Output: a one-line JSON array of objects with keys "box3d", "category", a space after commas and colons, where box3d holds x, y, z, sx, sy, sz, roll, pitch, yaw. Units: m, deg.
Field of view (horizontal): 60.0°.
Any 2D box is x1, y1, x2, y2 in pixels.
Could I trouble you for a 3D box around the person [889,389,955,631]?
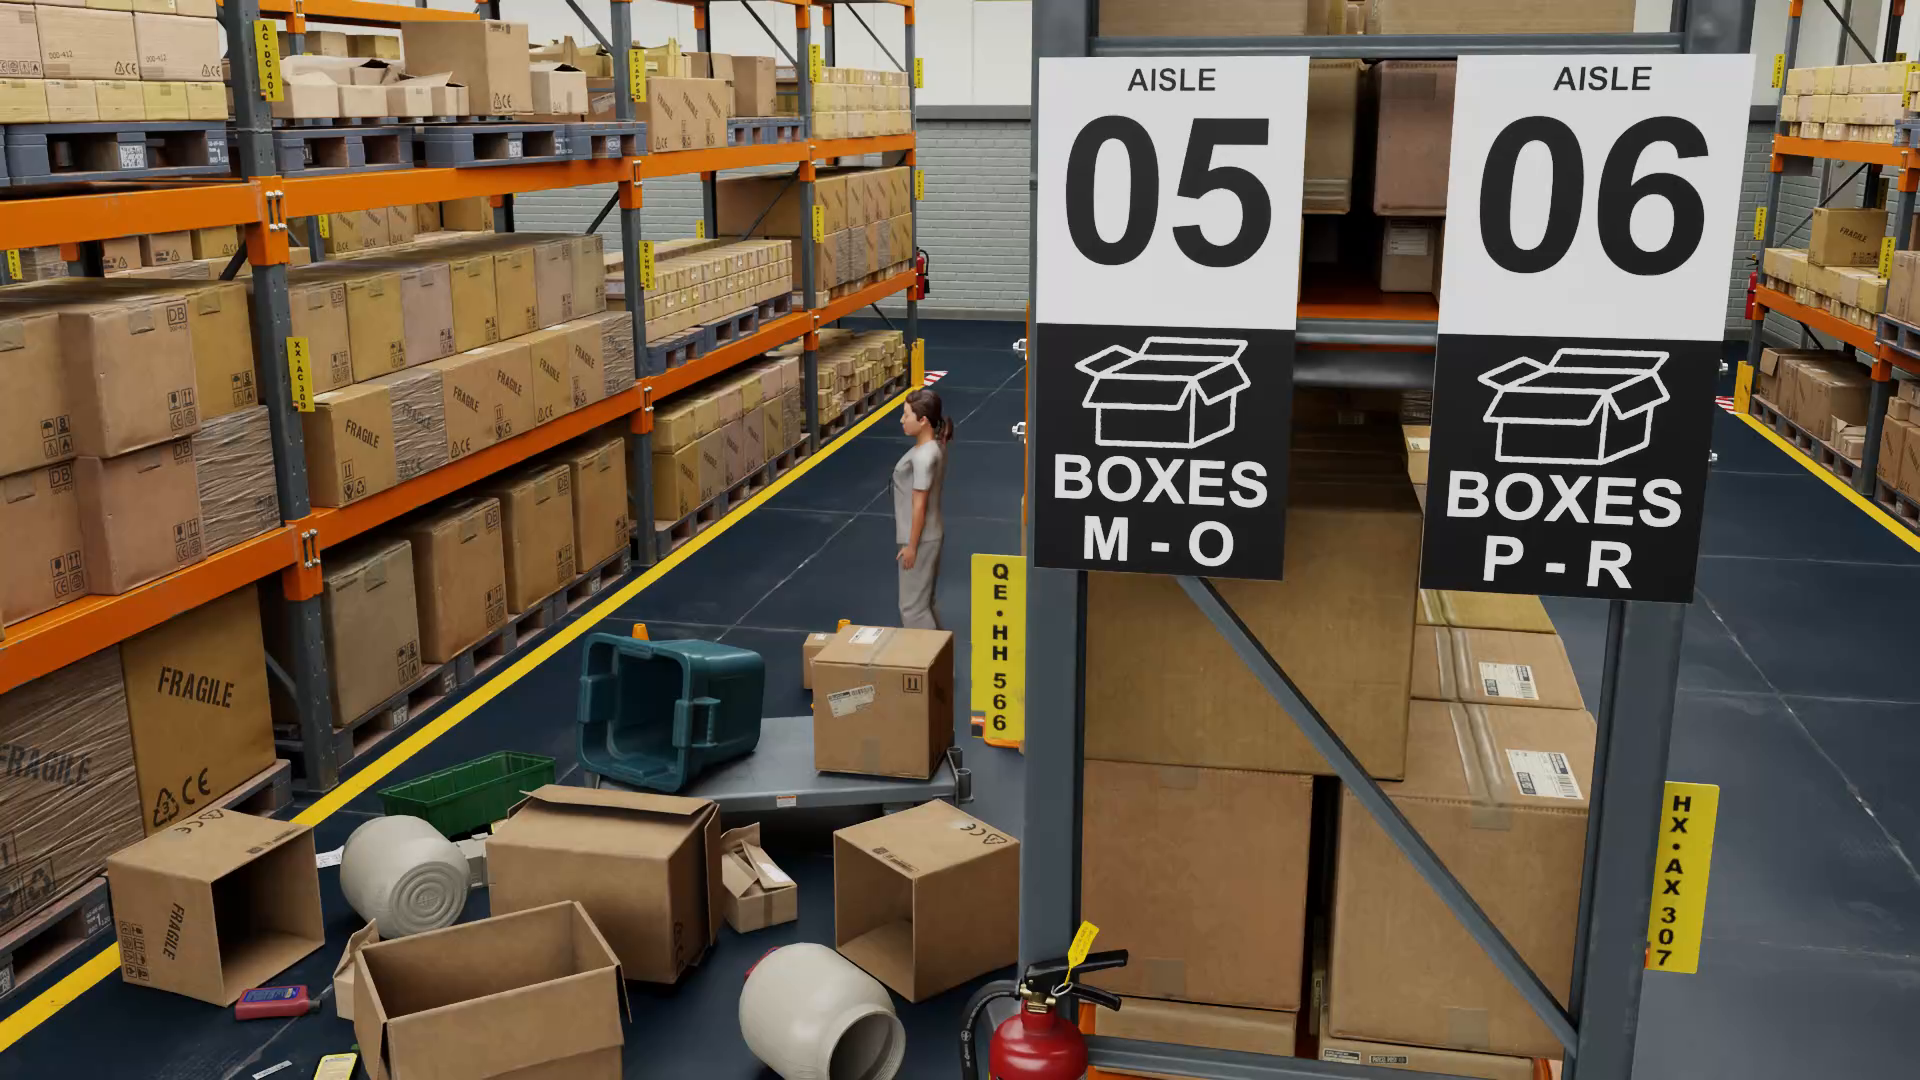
[{"box3d": [-0.202, 0.013, 8.989, 0.362, 1.674, 0.437, 1, 15, 4], "category": "person"}]
